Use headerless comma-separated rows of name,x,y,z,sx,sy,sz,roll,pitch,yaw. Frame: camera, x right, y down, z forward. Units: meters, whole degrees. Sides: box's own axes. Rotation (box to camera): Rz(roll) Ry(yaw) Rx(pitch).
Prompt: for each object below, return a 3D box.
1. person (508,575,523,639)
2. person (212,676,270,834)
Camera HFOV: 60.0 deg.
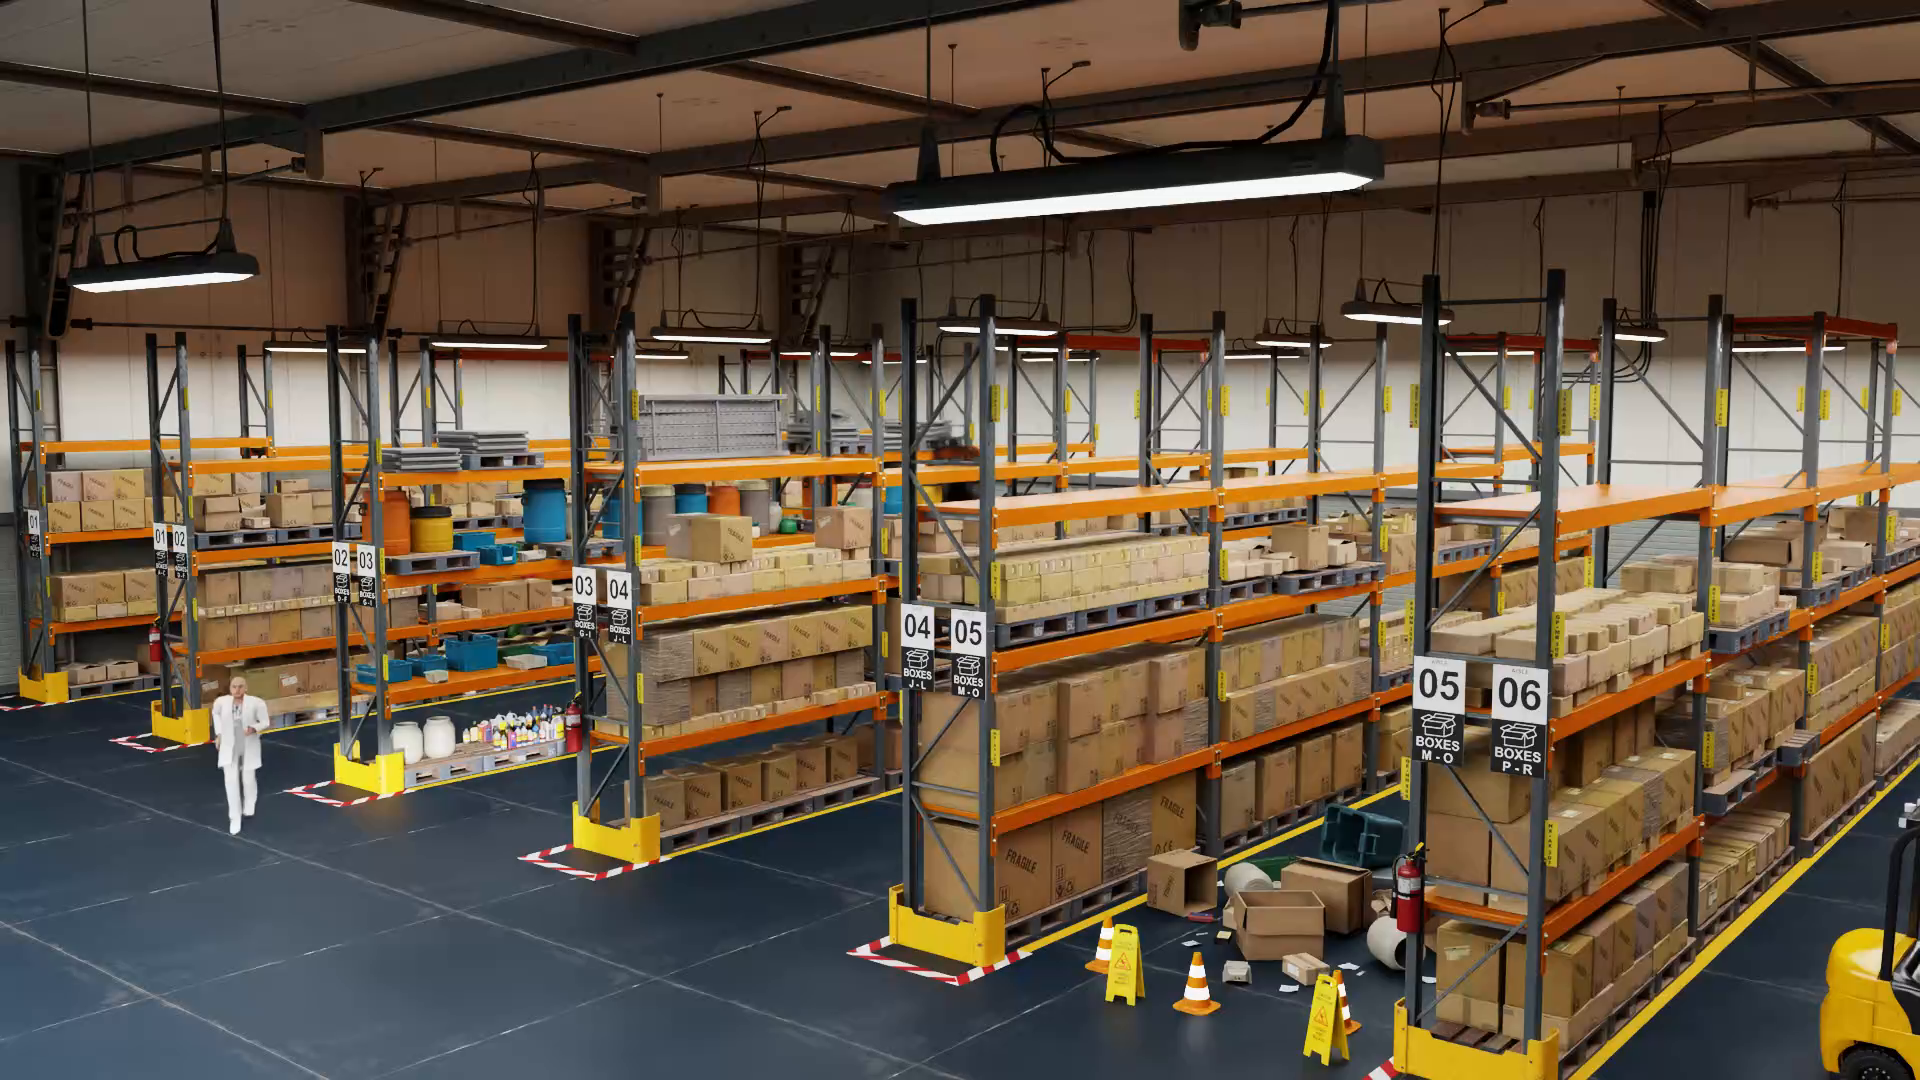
person,-8.401,1.460,31.349,0.615,1.772,0.626,4,6,37
person,-8.550,2.510,19.802,0.638,1.824,0.996,-2,6,-21
